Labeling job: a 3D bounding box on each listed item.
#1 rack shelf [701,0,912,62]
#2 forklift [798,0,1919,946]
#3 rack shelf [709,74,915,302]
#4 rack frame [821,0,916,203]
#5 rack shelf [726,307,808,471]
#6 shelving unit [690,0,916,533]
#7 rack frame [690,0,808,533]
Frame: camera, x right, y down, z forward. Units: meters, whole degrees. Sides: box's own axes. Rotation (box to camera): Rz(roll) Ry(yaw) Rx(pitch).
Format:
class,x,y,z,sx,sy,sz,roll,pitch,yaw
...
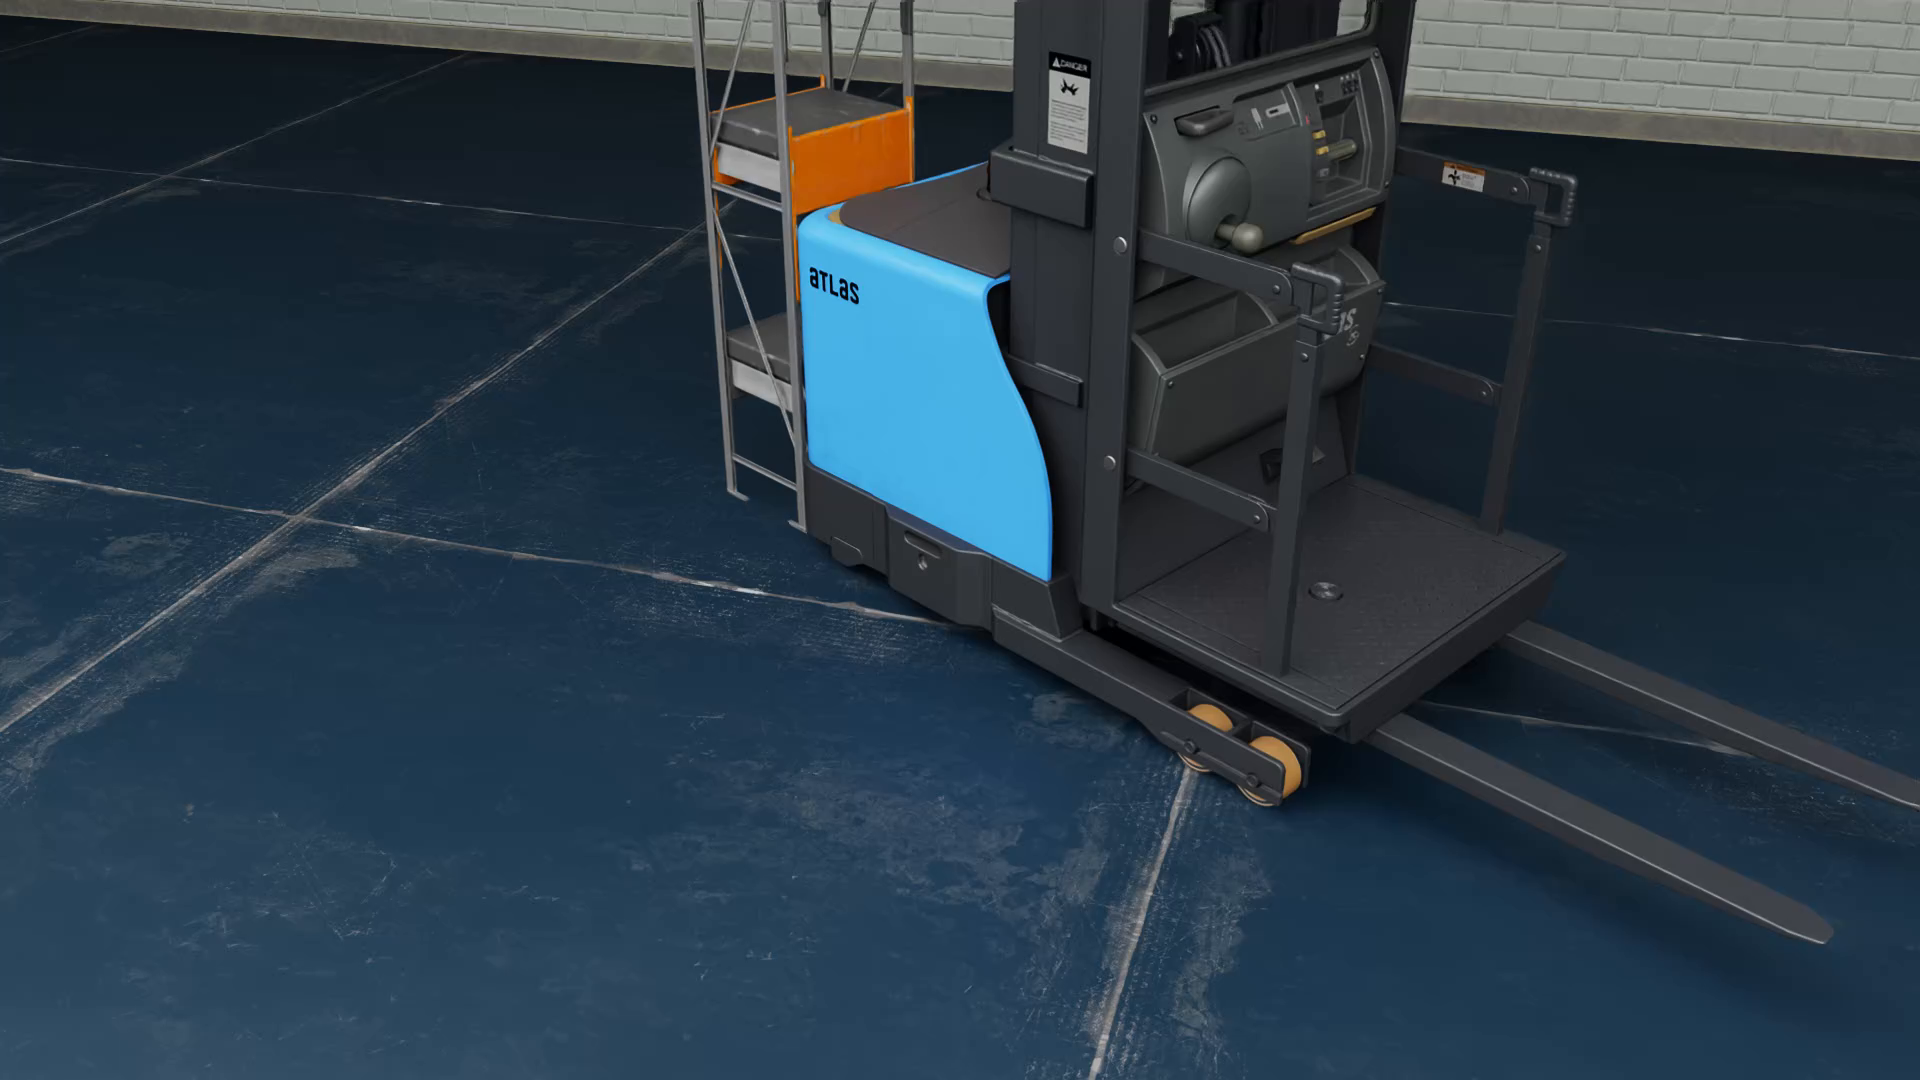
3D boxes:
class,x,y,z,sx,sy,sz,roll,pitch,yaw
rack shelf,-0.455,-1.693,4.722,0.431,0.518,0.480,26,38,38
forklift,0.913,-0.914,3.878,1.130,2.935,3.031,-25,38,-38
rack shelf,-0.455,-1.082,5.062,0.431,0.518,0.480,26,38,38
rack frame,-0.283,-1.178,5.207,0.400,2.100,0.015,26,38,38
rack shelf,-0.455,-0.470,5.403,0.431,0.518,0.480,26,38,38
shelving unit,-0.455,-1.093,5.056,0.431,2.100,0.503,26,38,38
rack frame,-0.627,-1.009,4.904,0.400,2.100,0.015,26,38,38
